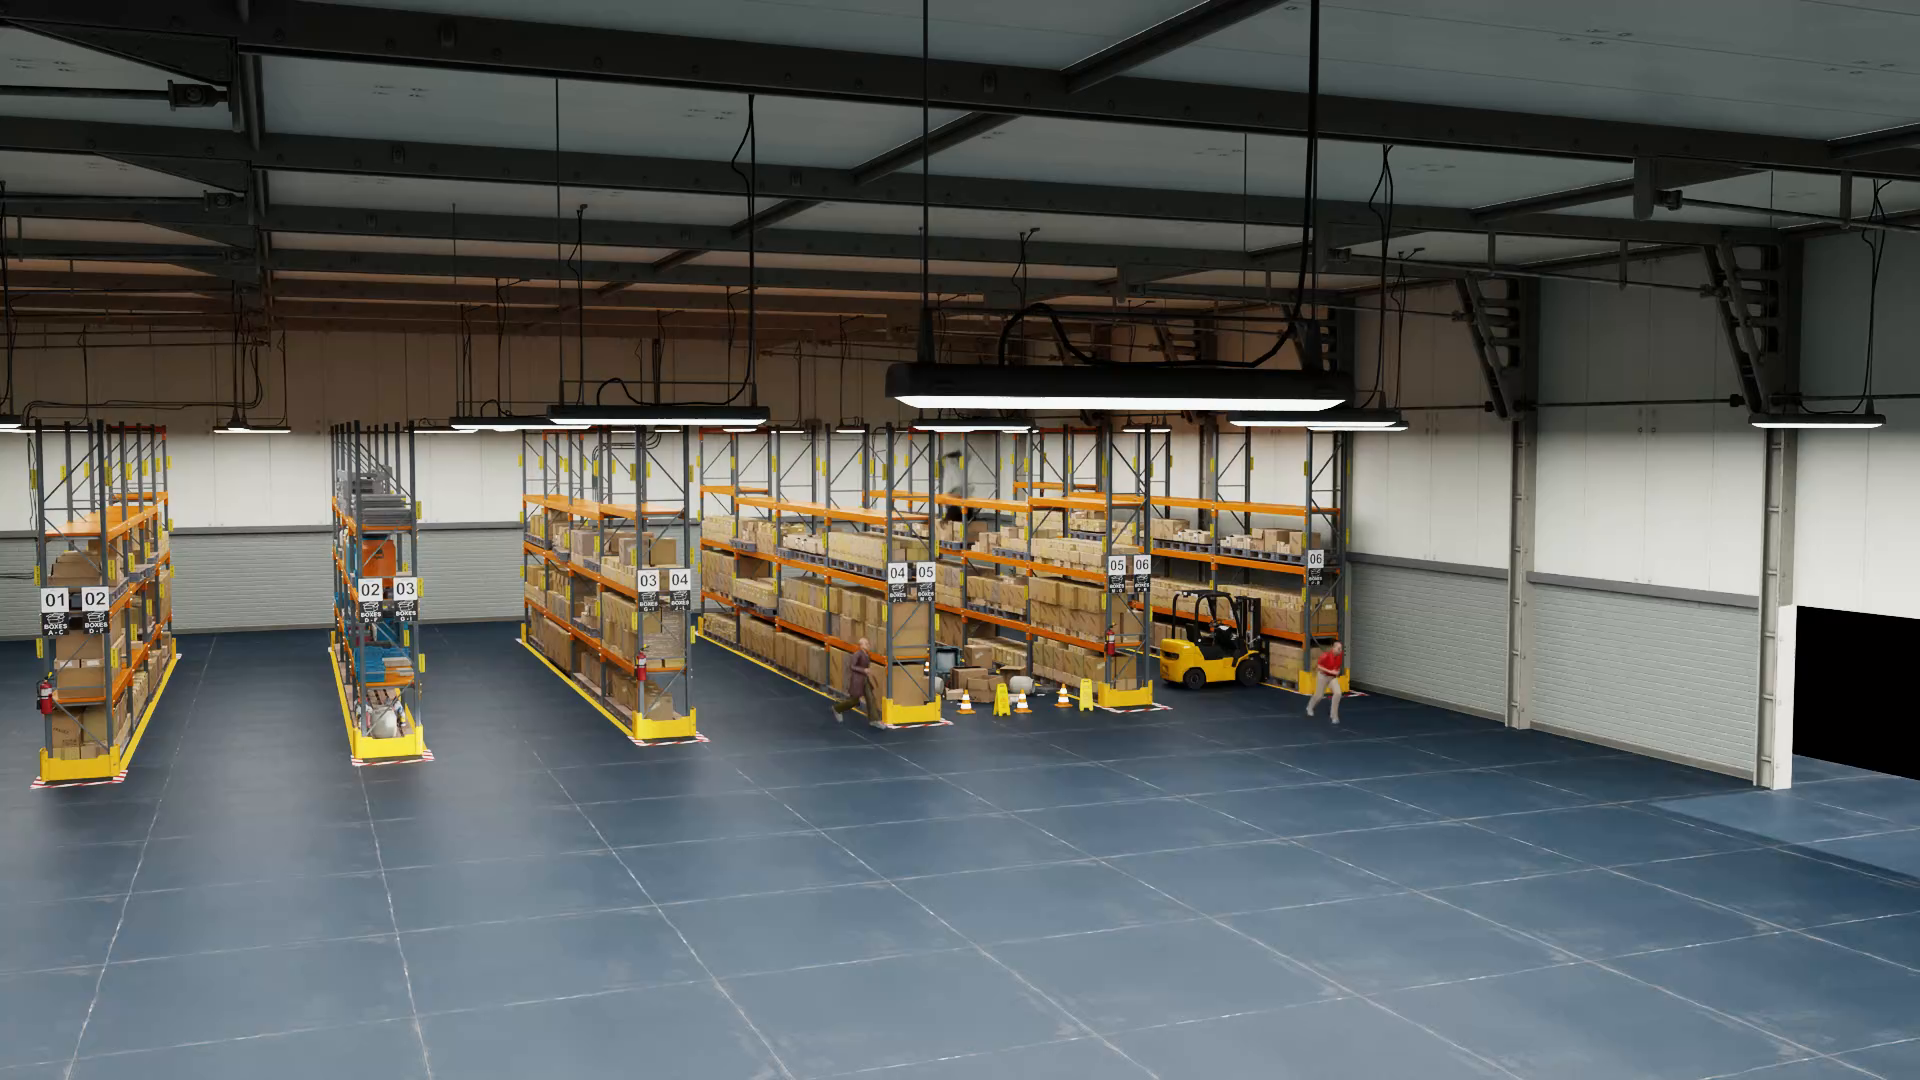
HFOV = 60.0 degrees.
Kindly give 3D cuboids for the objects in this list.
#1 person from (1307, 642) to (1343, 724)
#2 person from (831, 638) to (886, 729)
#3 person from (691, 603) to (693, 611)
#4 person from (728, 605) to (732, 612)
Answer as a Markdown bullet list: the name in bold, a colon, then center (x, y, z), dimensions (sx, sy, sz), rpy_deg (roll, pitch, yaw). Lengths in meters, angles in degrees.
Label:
- **person**: center (7.356, 2.848, 33.478), dimensions (0.708, 1.697, 1.007), rpy_deg (-2, 4, -27)
- **person**: center (-1.980, 2.798, 32.577), dimensions (1.184, 1.765, 0.722), rpy_deg (2, 4, 26)
- **person**: center (-7.427, 2.122, 44.568), dimensions (0.553, 1.637, 0.561), rpy_deg (-1, 4, -18)
- **person**: center (-6.695, 1.834, 49.454), dimensions (0.745, 1.615, 0.653), rpy_deg (1, 4, 14)
